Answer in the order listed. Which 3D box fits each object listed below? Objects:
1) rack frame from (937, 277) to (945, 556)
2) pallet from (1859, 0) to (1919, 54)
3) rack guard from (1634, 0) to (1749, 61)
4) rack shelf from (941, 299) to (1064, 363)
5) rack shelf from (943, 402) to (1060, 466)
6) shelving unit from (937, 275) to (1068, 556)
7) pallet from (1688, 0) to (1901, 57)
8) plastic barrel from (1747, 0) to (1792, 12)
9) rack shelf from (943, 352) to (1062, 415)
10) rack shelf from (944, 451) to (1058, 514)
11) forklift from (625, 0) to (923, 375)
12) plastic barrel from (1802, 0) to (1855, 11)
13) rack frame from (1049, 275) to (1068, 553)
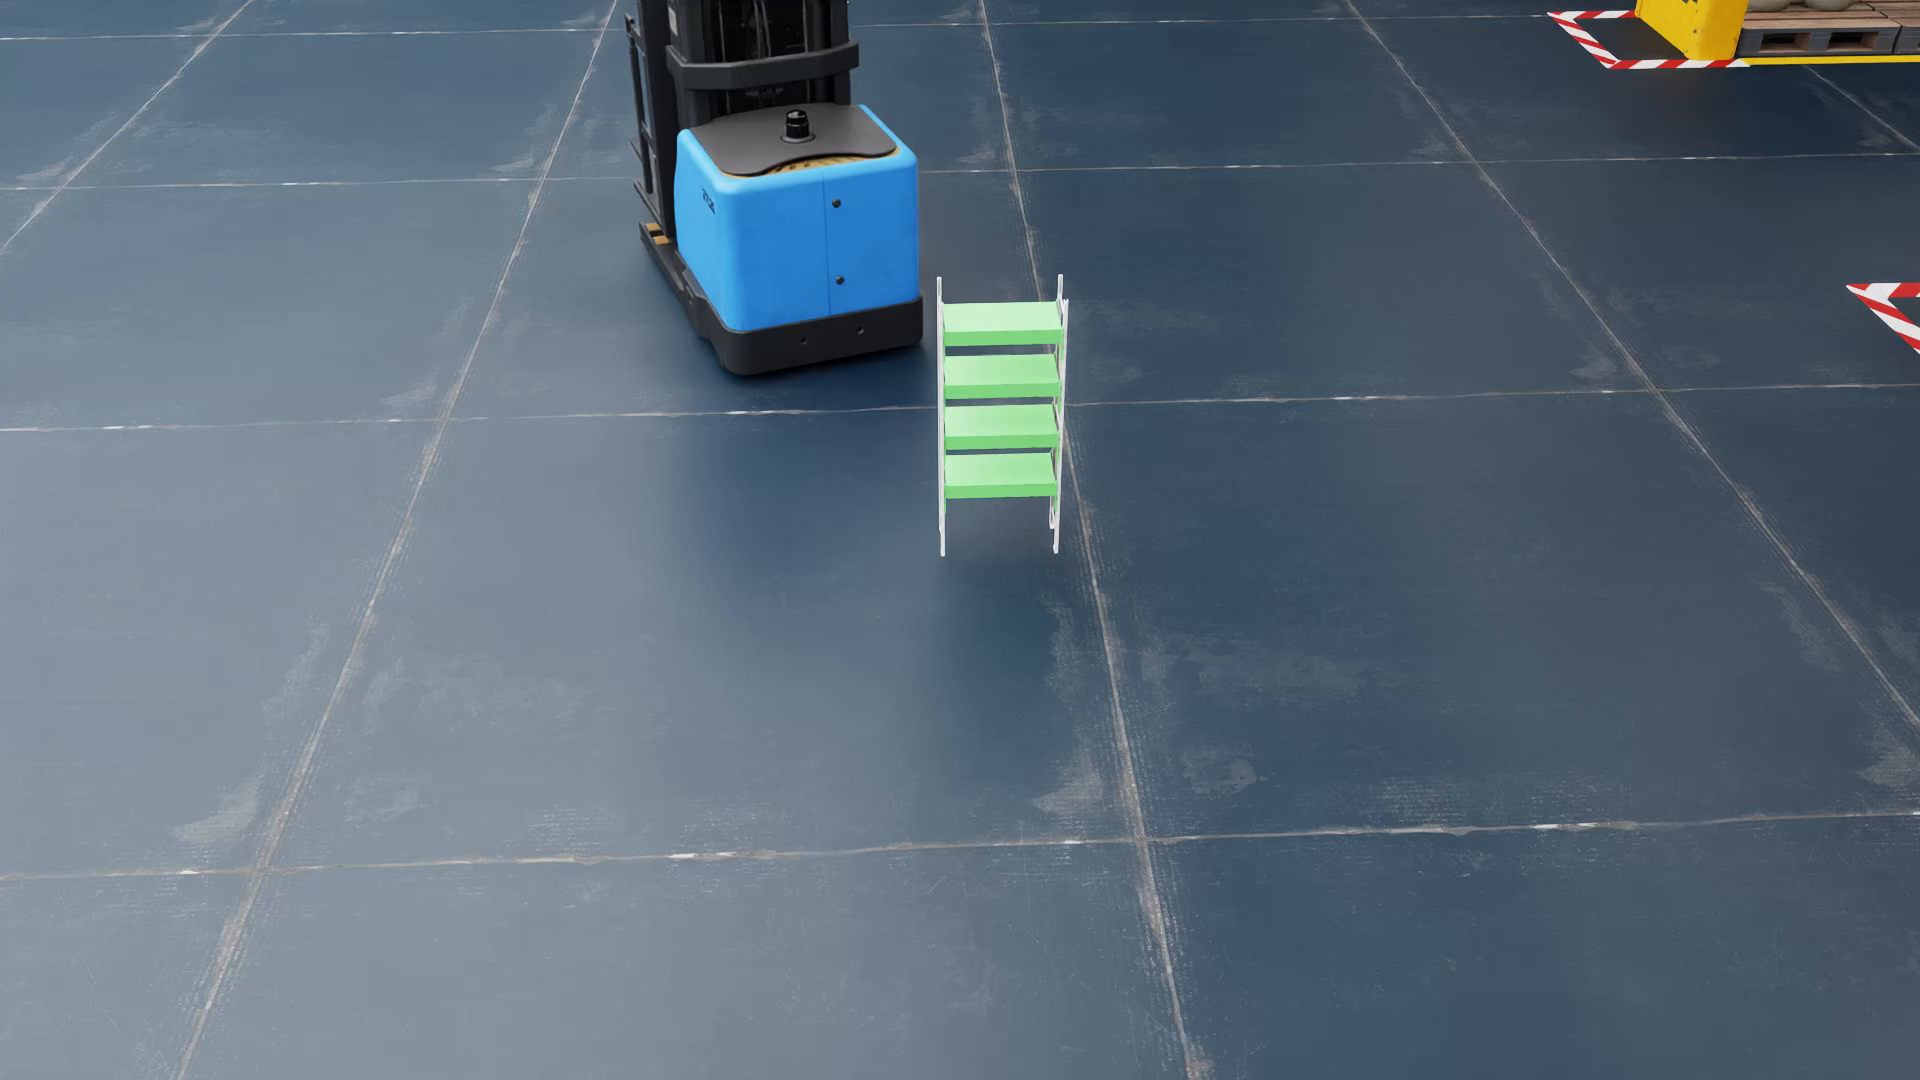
[{"bbox_3d":[-0.078,-0.491,6.905,0.015,1.200,0.240,-2,35,-2],"label":"rack frame"},{"bbox_3d":[7.634,-4.054,12.922,1.213,0.211,1.003,-2,35,-2],"label":"pallet"},{"bbox_3d":[5.607,-4.123,12.768,0.348,0.500,1.175,-2,35,-2],"label":"rack guard"},{"bbox_3d":[0.165,-0.840,6.678,0.480,0.148,0.258,-2,35,-2],"label":"rack shelf"},{"bbox_3d":[0.165,-0.445,6.951,0.480,0.148,0.258,-2,35,-2],"label":"rack shelf"},{"bbox_3d":[0.165,-0.498,6.915,0.503,1.200,0.258,-2,35,-2],"label":"shelving unit"},{"bbox_3d":[6.419,-4.023,12.877,1.213,0.211,1.003,-2,35,-2],"label":"pallet"},{"bbox_3d":[6.187,-4.333,12.692,0.421,0.512,0.421,0,35,0],"label":"plastic barrel"},{"bbox_3d":[0.165,-0.643,6.815,0.480,0.148,0.258,-2,35,-2],"label":"rack shelf"},{"bbox_3d":[0.165,-0.248,7.088,0.480,0.148,0.258,-2,35,-2],"label":"rack shelf"},{"bbox_3d":[-1.214,-2.863,8.811,1.130,2.935,3.031,-13,37,-18],"label":"forklift"},{"bbox_3d":[6.688,-4.346,12.711,0.421,0.512,0.421,0,35,0],"label":"plastic barrel"},{"bbox_3d":[0.409,-0.504,6.924,0.015,1.200,0.240,-2,35,-2],"label":"rack frame"}]
